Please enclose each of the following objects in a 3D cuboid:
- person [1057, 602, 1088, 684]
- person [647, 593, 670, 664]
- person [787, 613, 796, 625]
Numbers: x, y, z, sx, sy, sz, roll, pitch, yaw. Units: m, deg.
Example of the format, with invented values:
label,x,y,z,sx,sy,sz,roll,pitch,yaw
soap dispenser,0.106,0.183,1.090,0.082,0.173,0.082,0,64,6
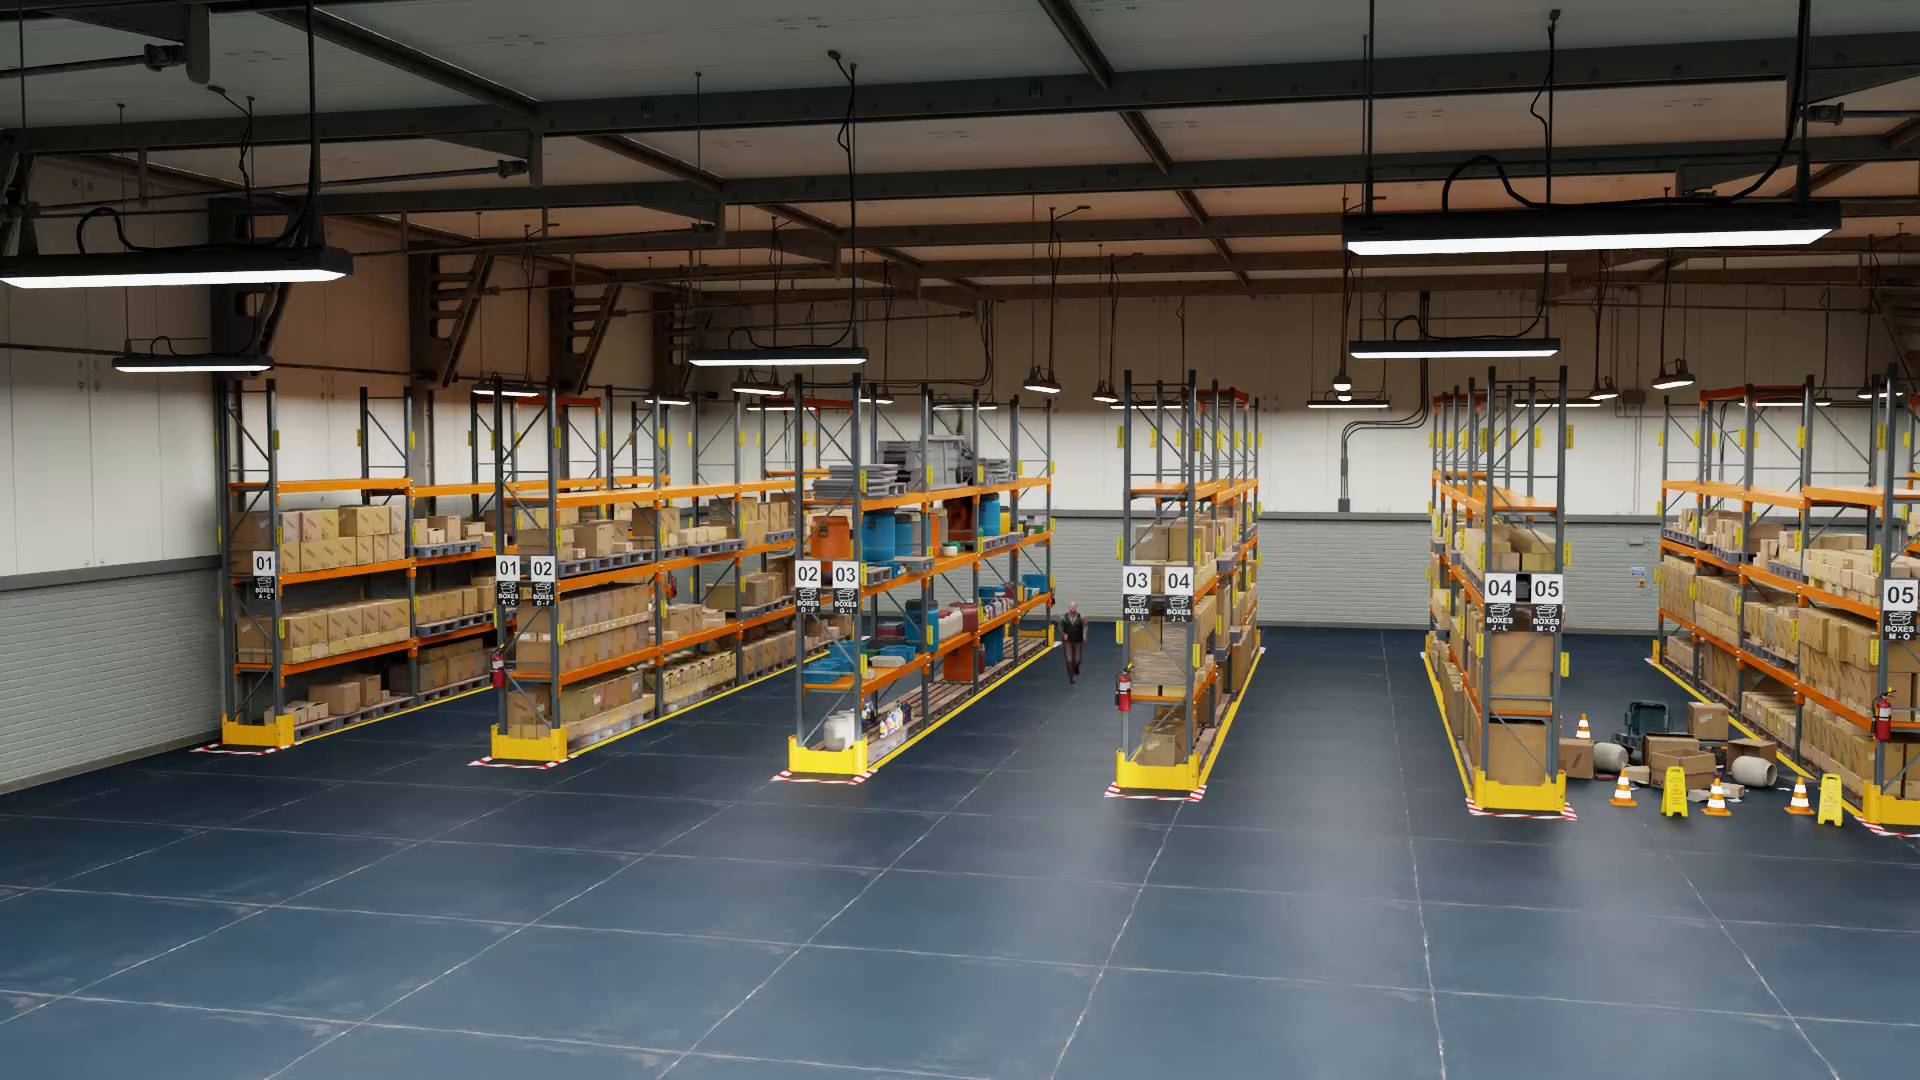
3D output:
label,x,y,z,sx,sy,sz,roll,pitch,yaw
person,2.316,2.103,34.191,0.661,1.682,0.585,0,3,1
person,-6.505,2.008,35.520,0.711,1.765,0.880,1,4,14
person,-4.257,1.505,43.604,0.770,1.798,0.681,2,4,30
